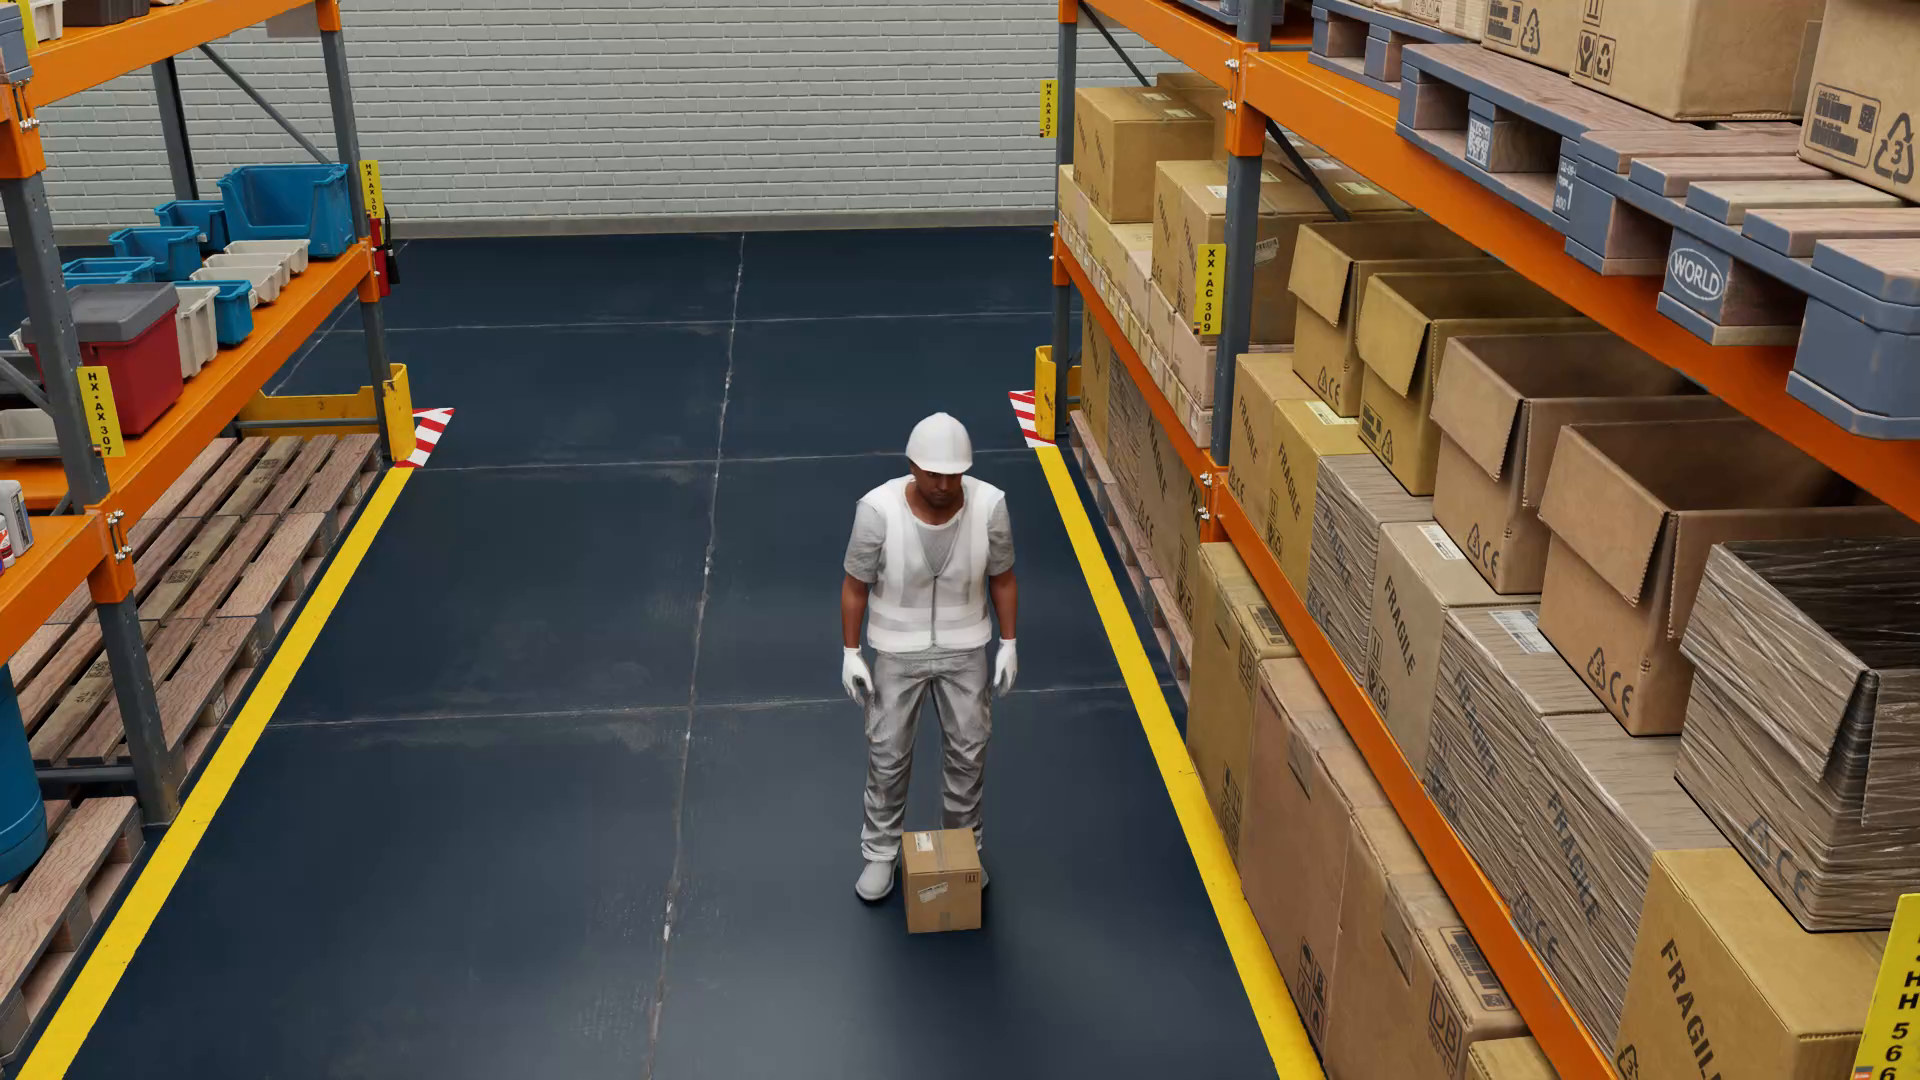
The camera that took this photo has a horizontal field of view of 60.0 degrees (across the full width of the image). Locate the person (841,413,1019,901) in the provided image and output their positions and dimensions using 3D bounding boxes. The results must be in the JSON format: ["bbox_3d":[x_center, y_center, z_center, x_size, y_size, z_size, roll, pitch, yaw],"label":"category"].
[{"bbox_3d":[-0.100,0.394,5.681,0.615,1.772,0.452,-3,24,-7],"label":"person"}]
